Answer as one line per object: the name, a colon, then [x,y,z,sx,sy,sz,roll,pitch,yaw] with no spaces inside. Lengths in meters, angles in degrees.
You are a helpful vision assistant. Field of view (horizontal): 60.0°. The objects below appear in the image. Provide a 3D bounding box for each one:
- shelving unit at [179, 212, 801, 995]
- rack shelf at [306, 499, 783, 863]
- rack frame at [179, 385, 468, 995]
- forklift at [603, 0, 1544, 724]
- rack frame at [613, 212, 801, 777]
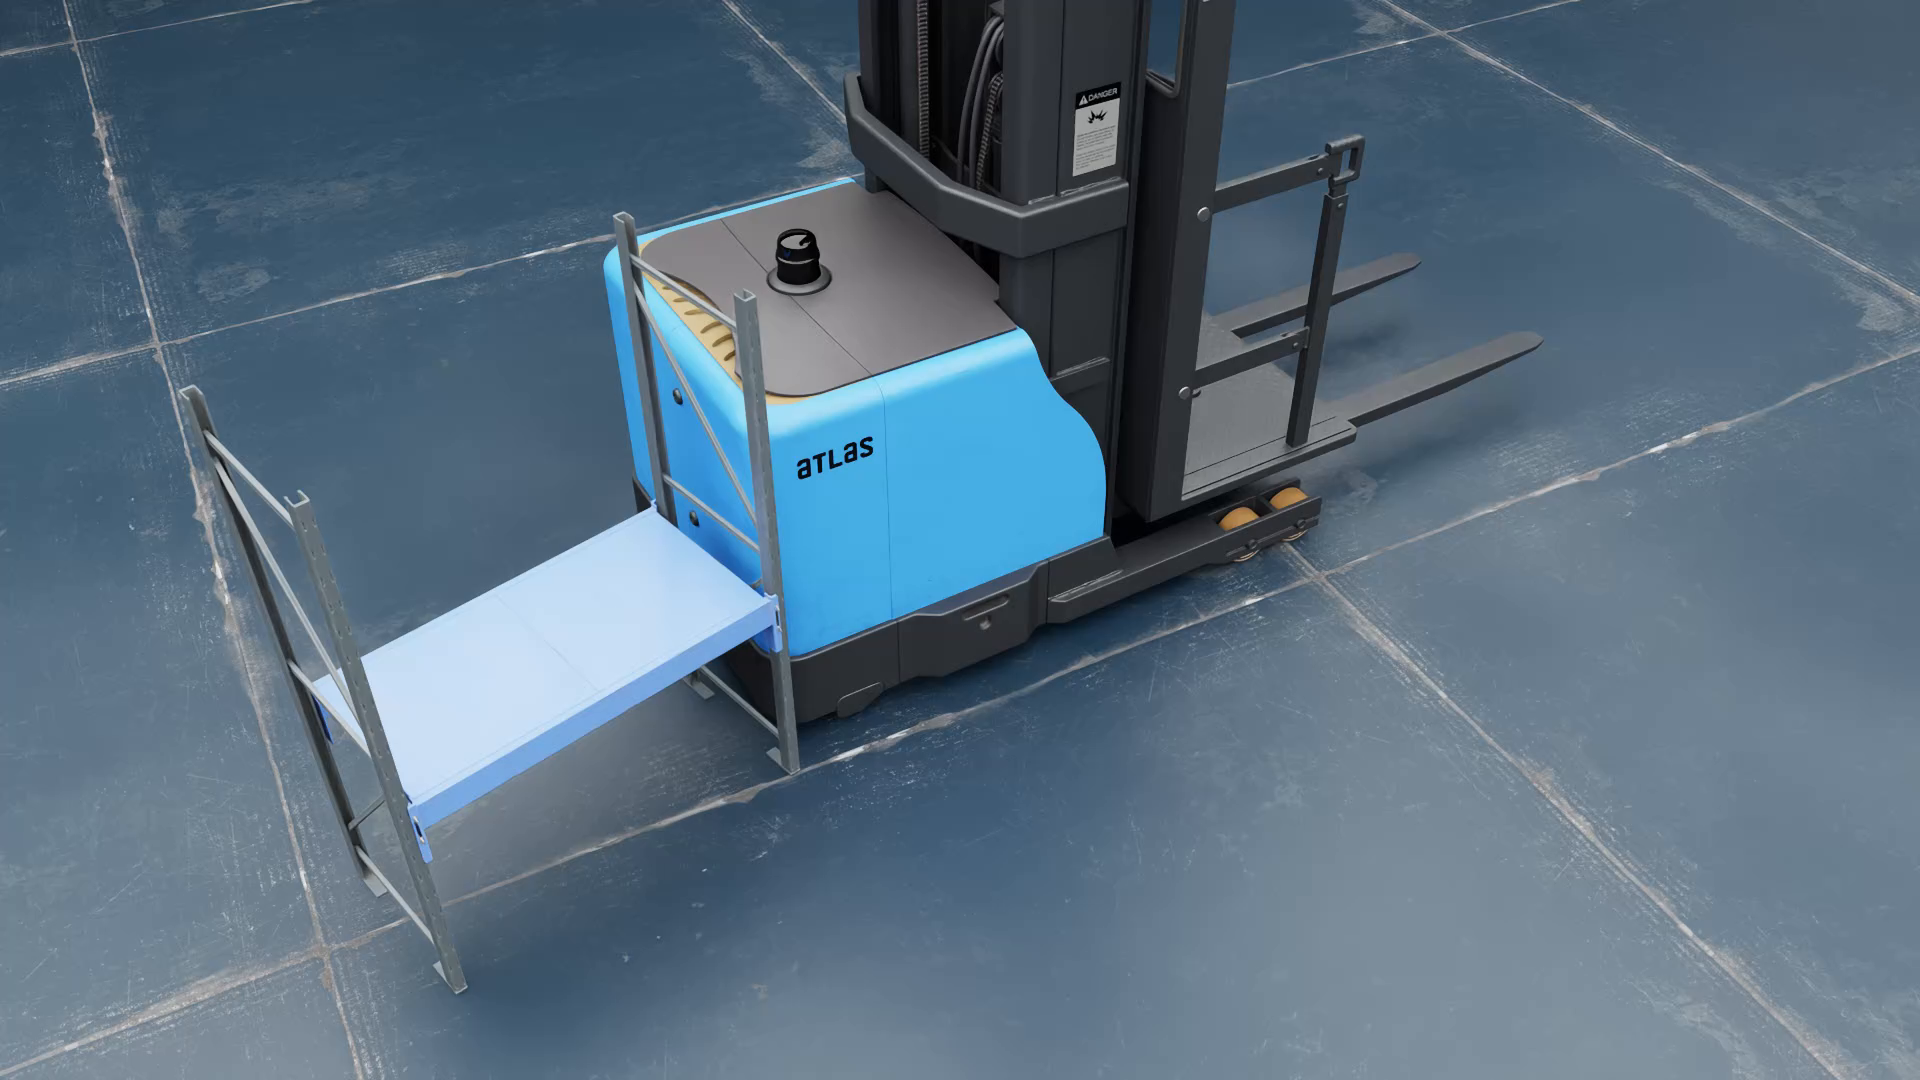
shelving unit: [-0.986,0.166,3.893,1.048,1.500,0.538,-31,49,-31]
rack shelf: [-0.986,0.303,4.010,1.000,0.185,0.538,-31,49,-31]
rack frame: [-1.359,0.389,3.629,0.032,1.500,0.500,-31,49,-31]
forklift: [0.540,-1.326,4.548,3.031,2.935,1.130,-21,45,-23]
rack frame: [-0.614,-0.058,4.158,0.032,1.500,0.500,-31,49,-31]
